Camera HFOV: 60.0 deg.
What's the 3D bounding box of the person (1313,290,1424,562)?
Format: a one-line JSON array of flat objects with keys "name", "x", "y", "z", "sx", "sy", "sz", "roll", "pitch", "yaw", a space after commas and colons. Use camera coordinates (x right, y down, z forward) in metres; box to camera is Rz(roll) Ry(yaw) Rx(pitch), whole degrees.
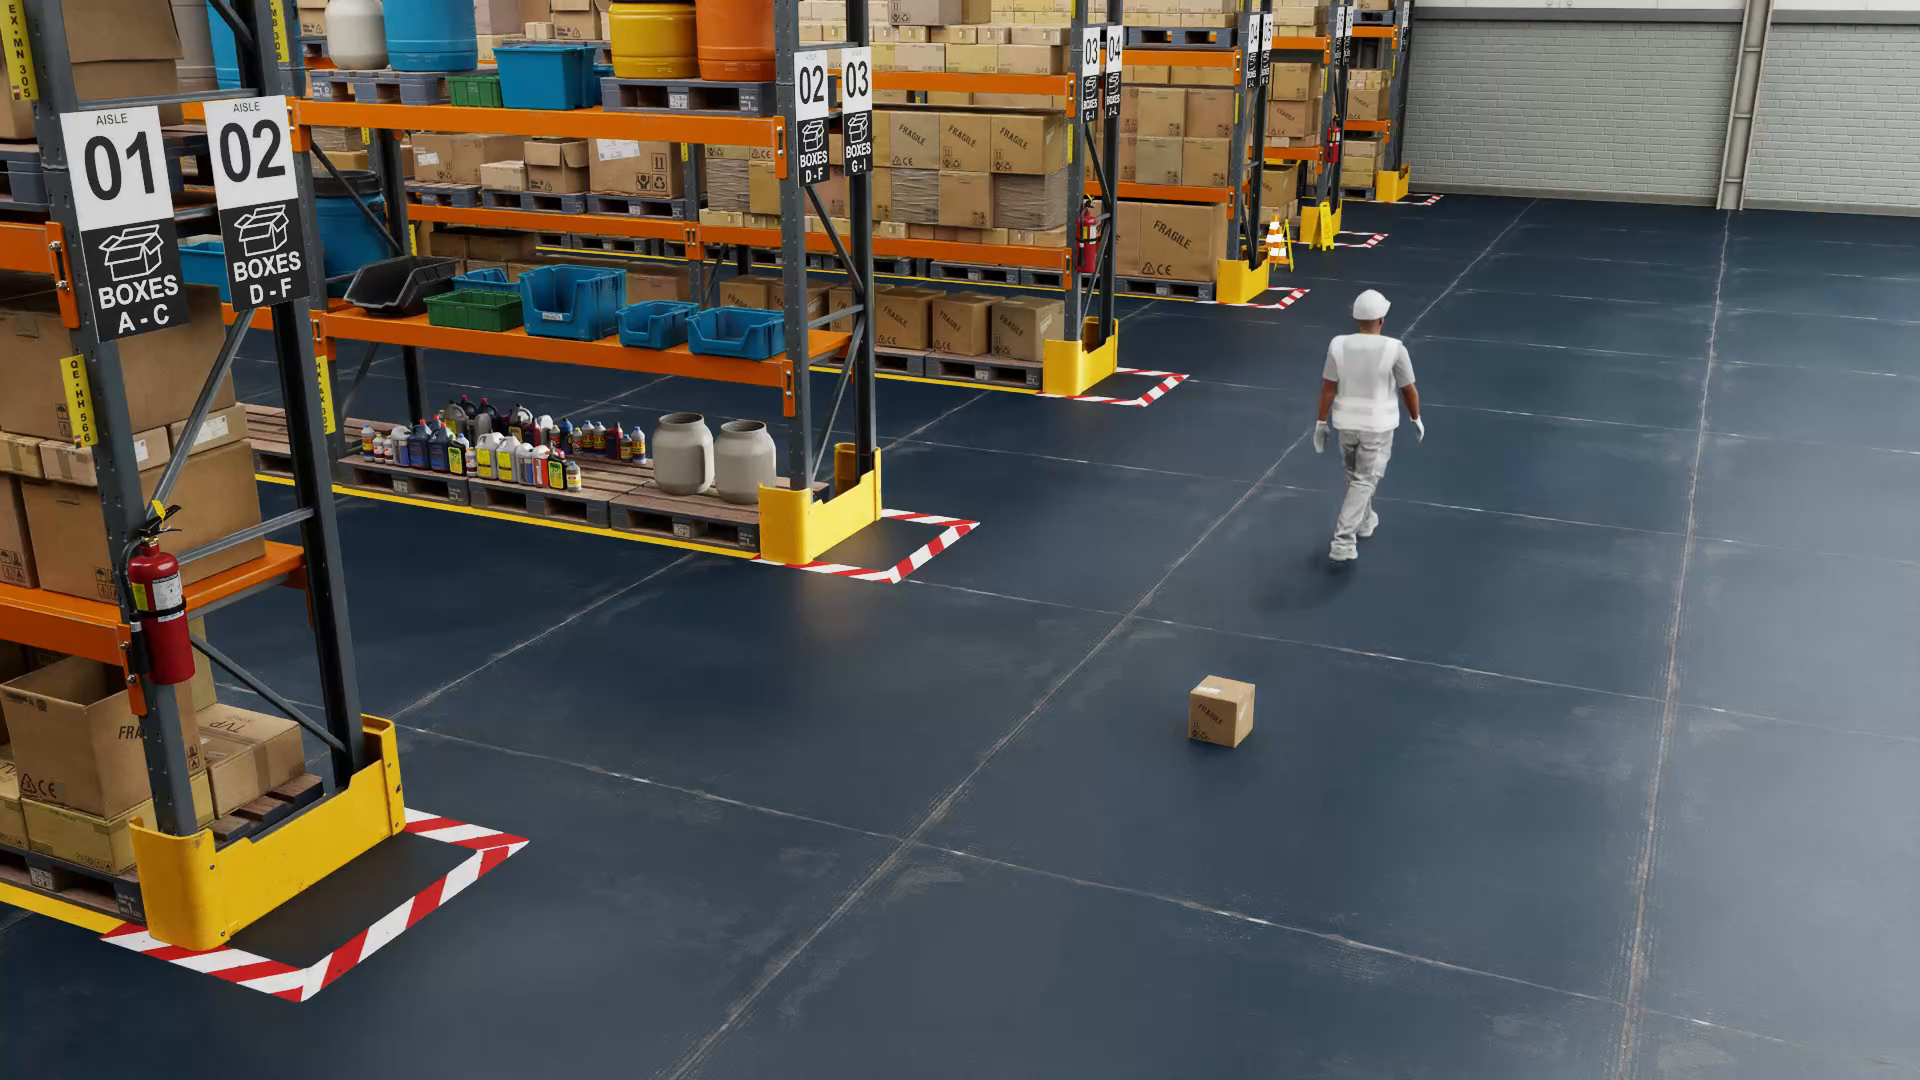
[{"name": "person", "x": 2.663, "y": -0.761, "z": 10.771, "sx": 0.604, "sy": 1.740, "sz": 1.054, "roll": 13, "pitch": 23, "yaw": 33}]
